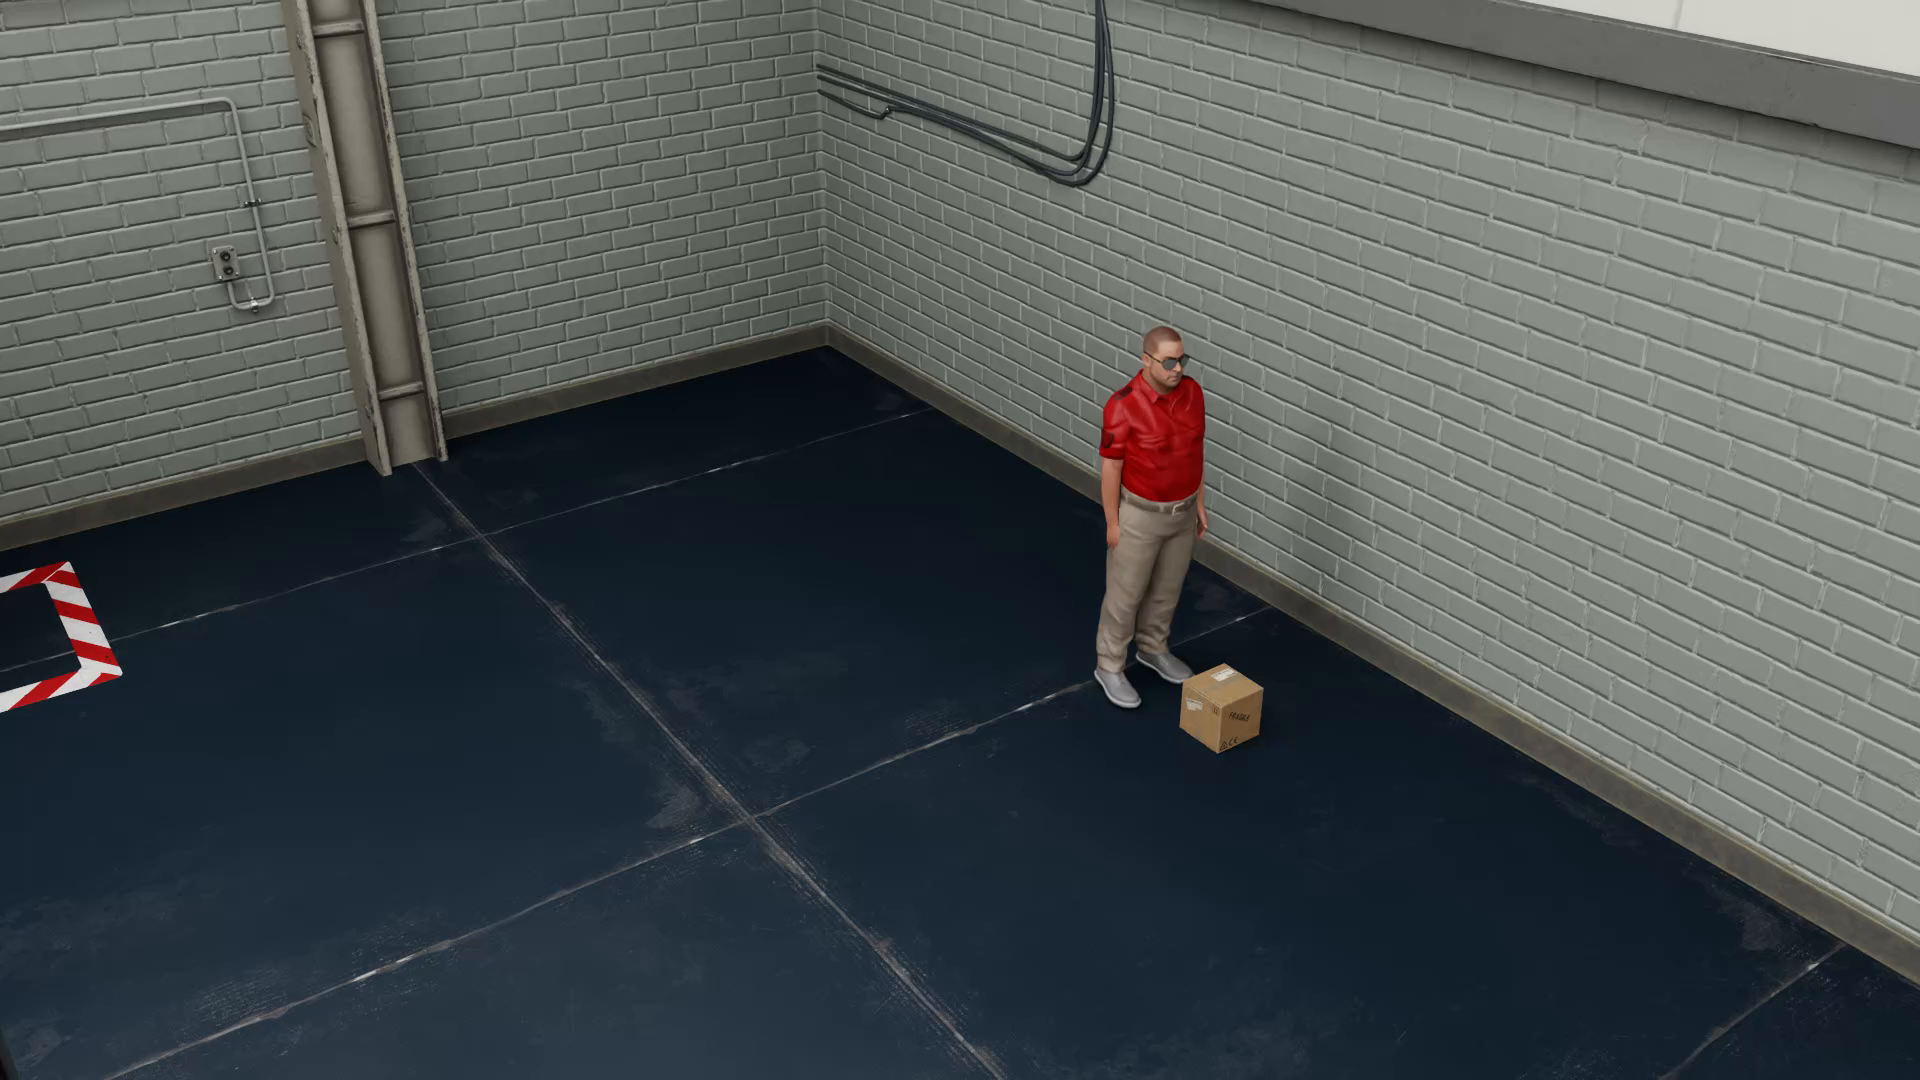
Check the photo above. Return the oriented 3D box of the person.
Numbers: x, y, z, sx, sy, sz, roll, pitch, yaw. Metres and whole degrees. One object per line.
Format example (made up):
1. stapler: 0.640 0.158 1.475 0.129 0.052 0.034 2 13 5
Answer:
1. person: 0.871 -0.105 7.328 0.533 1.732 0.361 -18 33 -29
